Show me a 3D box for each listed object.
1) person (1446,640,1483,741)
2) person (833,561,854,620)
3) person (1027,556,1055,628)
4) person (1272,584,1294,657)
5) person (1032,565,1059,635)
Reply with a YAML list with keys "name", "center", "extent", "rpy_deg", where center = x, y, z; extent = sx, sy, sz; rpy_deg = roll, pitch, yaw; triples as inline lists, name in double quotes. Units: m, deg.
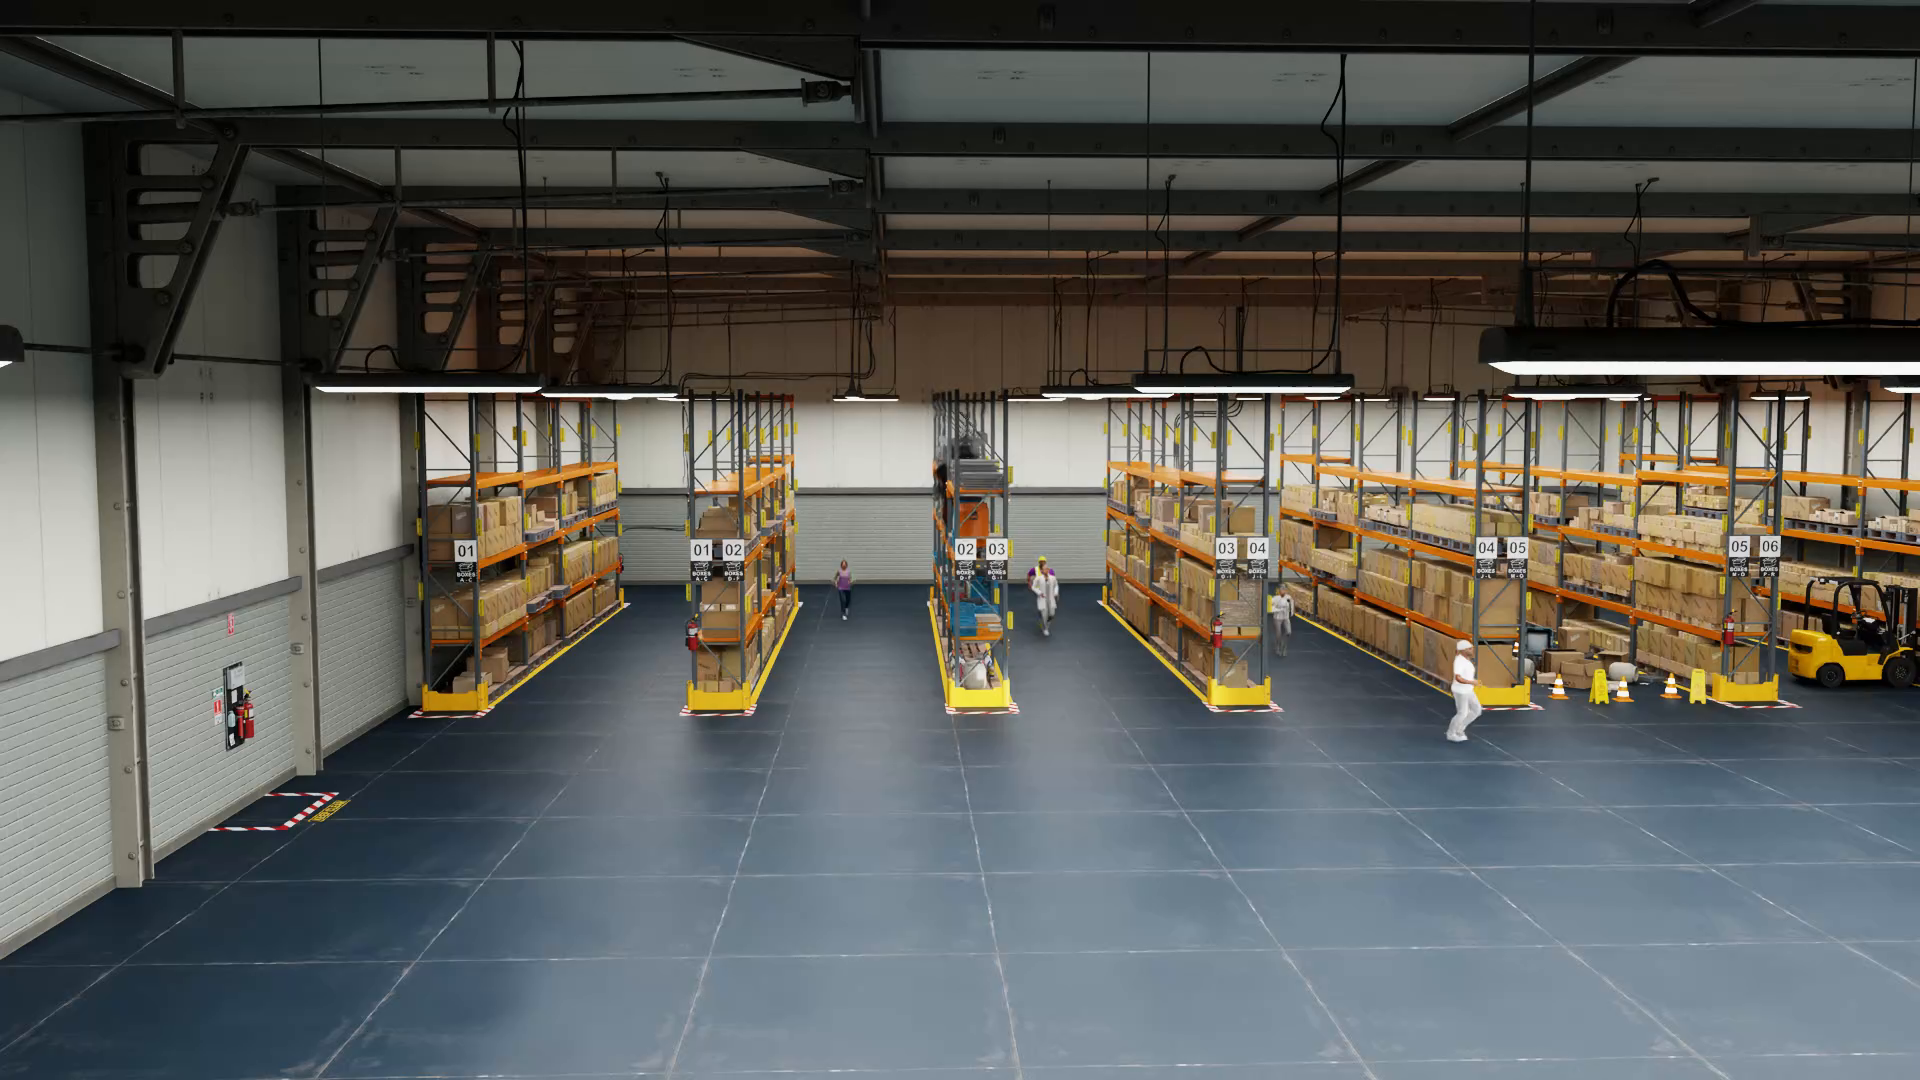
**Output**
- name: "person"
  center: [8.547, 2.557, 28.114]
  extent: [0.633, 1.736, 0.700]
  rpy_deg: [3, 5, 32]
- name: "person"
  center: [-3.097, 1.326, 44.338]
  extent: [0.547, 1.563, 0.755]
  rpy_deg: [-1, 5, -10]
- name: "person"
  center: [2.122, 1.317, 43.018]
  extent: [0.686, 1.804, 0.884]
  rpy_deg: [-1, 5, -12]
- name: "person"
  center: [7.304, 1.806, 37.675]
  extent: [0.642, 1.670, 0.782]
  rpy_deg: [-1, 5, -8]
- name: "person"
  center: [2.137, 1.493, 41.375]
  extent: [0.711, 1.735, 0.636]
  rpy_deg: [-1, 5, -12]
